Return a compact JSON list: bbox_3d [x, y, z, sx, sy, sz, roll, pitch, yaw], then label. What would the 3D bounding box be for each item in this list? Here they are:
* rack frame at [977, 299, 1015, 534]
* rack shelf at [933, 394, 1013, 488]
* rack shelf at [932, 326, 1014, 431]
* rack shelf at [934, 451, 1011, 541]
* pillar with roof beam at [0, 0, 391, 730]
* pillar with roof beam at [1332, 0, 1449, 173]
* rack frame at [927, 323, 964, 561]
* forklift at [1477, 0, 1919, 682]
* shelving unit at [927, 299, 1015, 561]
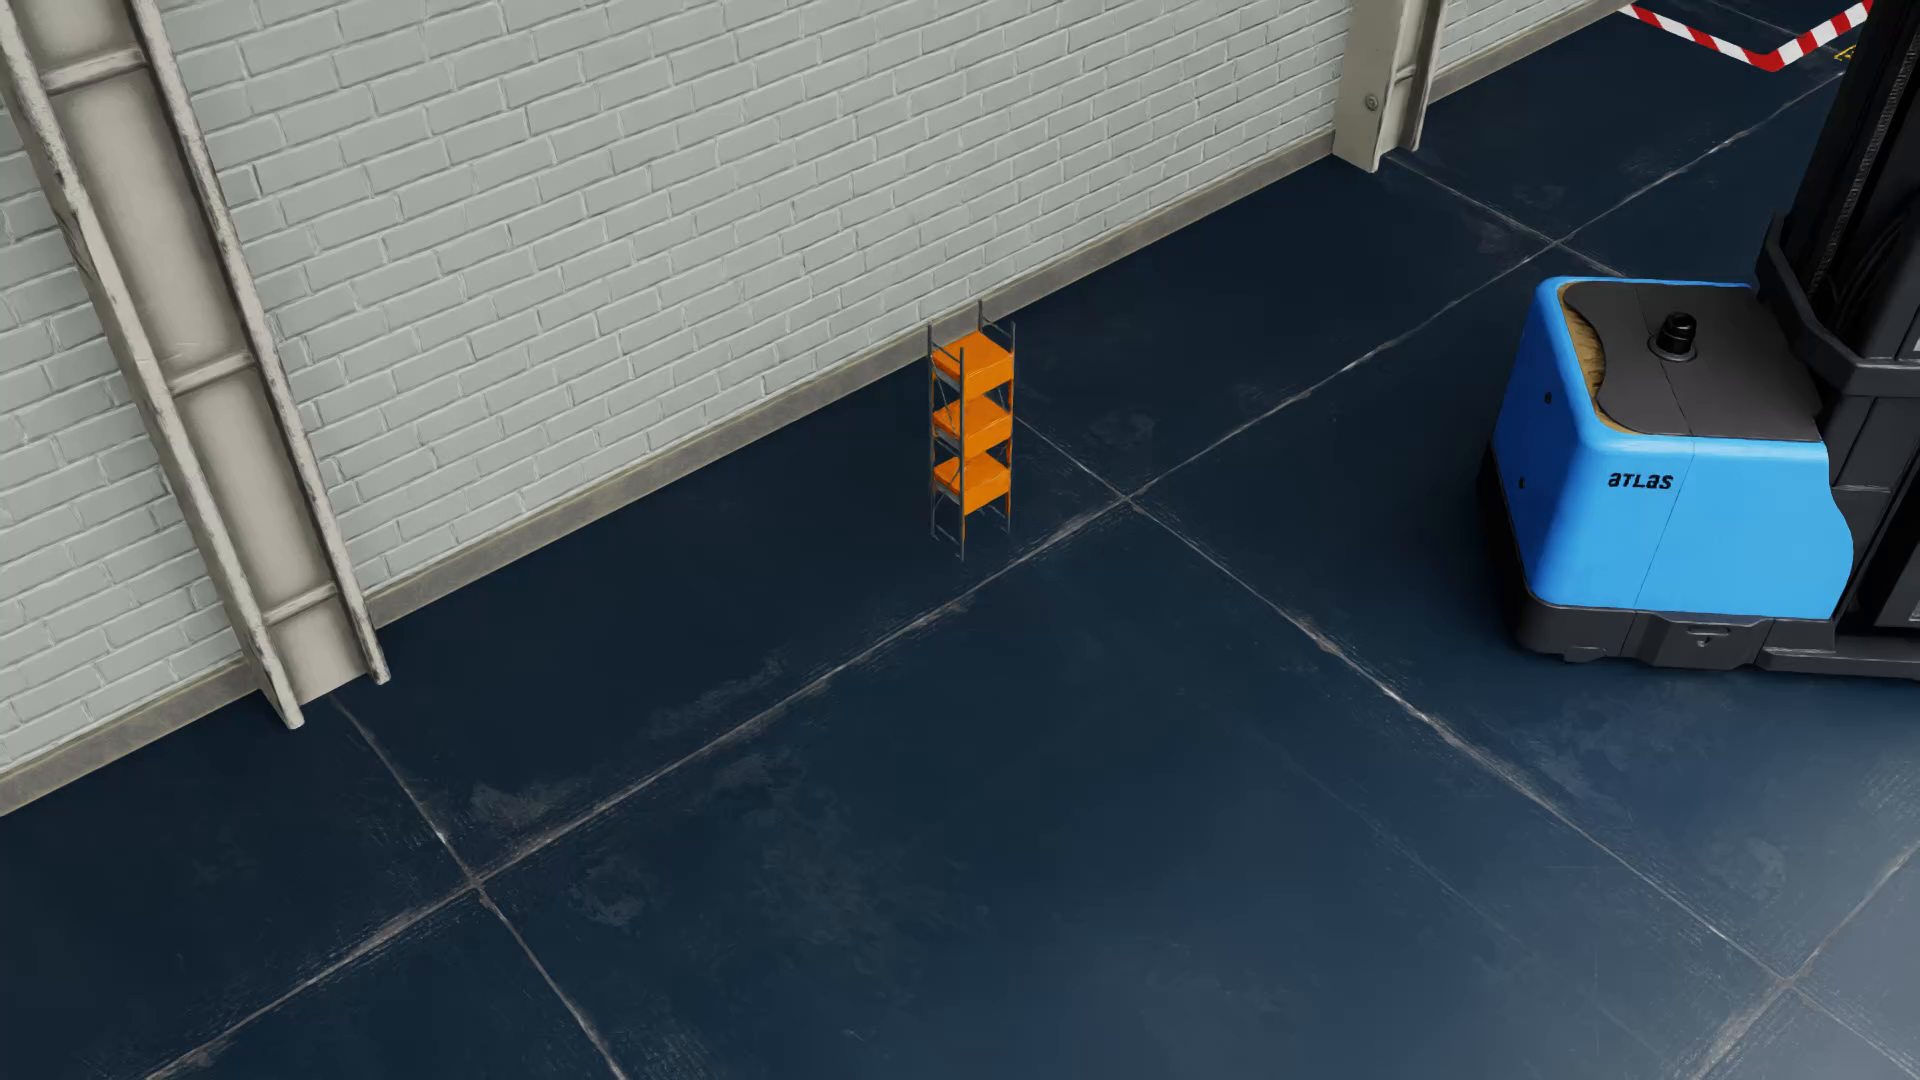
[{"bbox_3d":[0.135,-0.460,6.473,0.008,1.050,0.200,-30,51,-28],"label":"rack frame"},{"bbox_3d":[0.041,-0.398,6.423,0.240,0.259,0.215,-30,51,-28],"label":"rack shelf"},{"bbox_3d":[0.041,-0.605,6.229,0.240,0.259,0.215,-30,51,-28],"label":"rack shelf"},{"bbox_3d":[0.041,-0.196,6.613,0.240,0.259,0.215,-30,51,-28],"label":"rack shelf"},{"bbox_3d":[0.394,-0.497,0.706,0.400,9.000,9.100,-30,51,-28],"label":"pillar with roof beam"},{"bbox_3d":[4.996,-3.133,3.512,0.400,9.000,9.100,-30,51,-28],"label":"pillar with roof beam"},{"bbox_3d":[-0.053,-0.353,6.359,0.008,1.050,0.200,-30,51,-28],"label":"rack frame"},{"bbox_3d":[3.620,-0.880,5.546,3.031,2.935,1.130,3,43,3],"label":"forklift"},{"bbox_3d":[0.041,-0.406,6.416,0.252,1.050,0.215,-30,51,-28],"label":"shelving unit"}]
